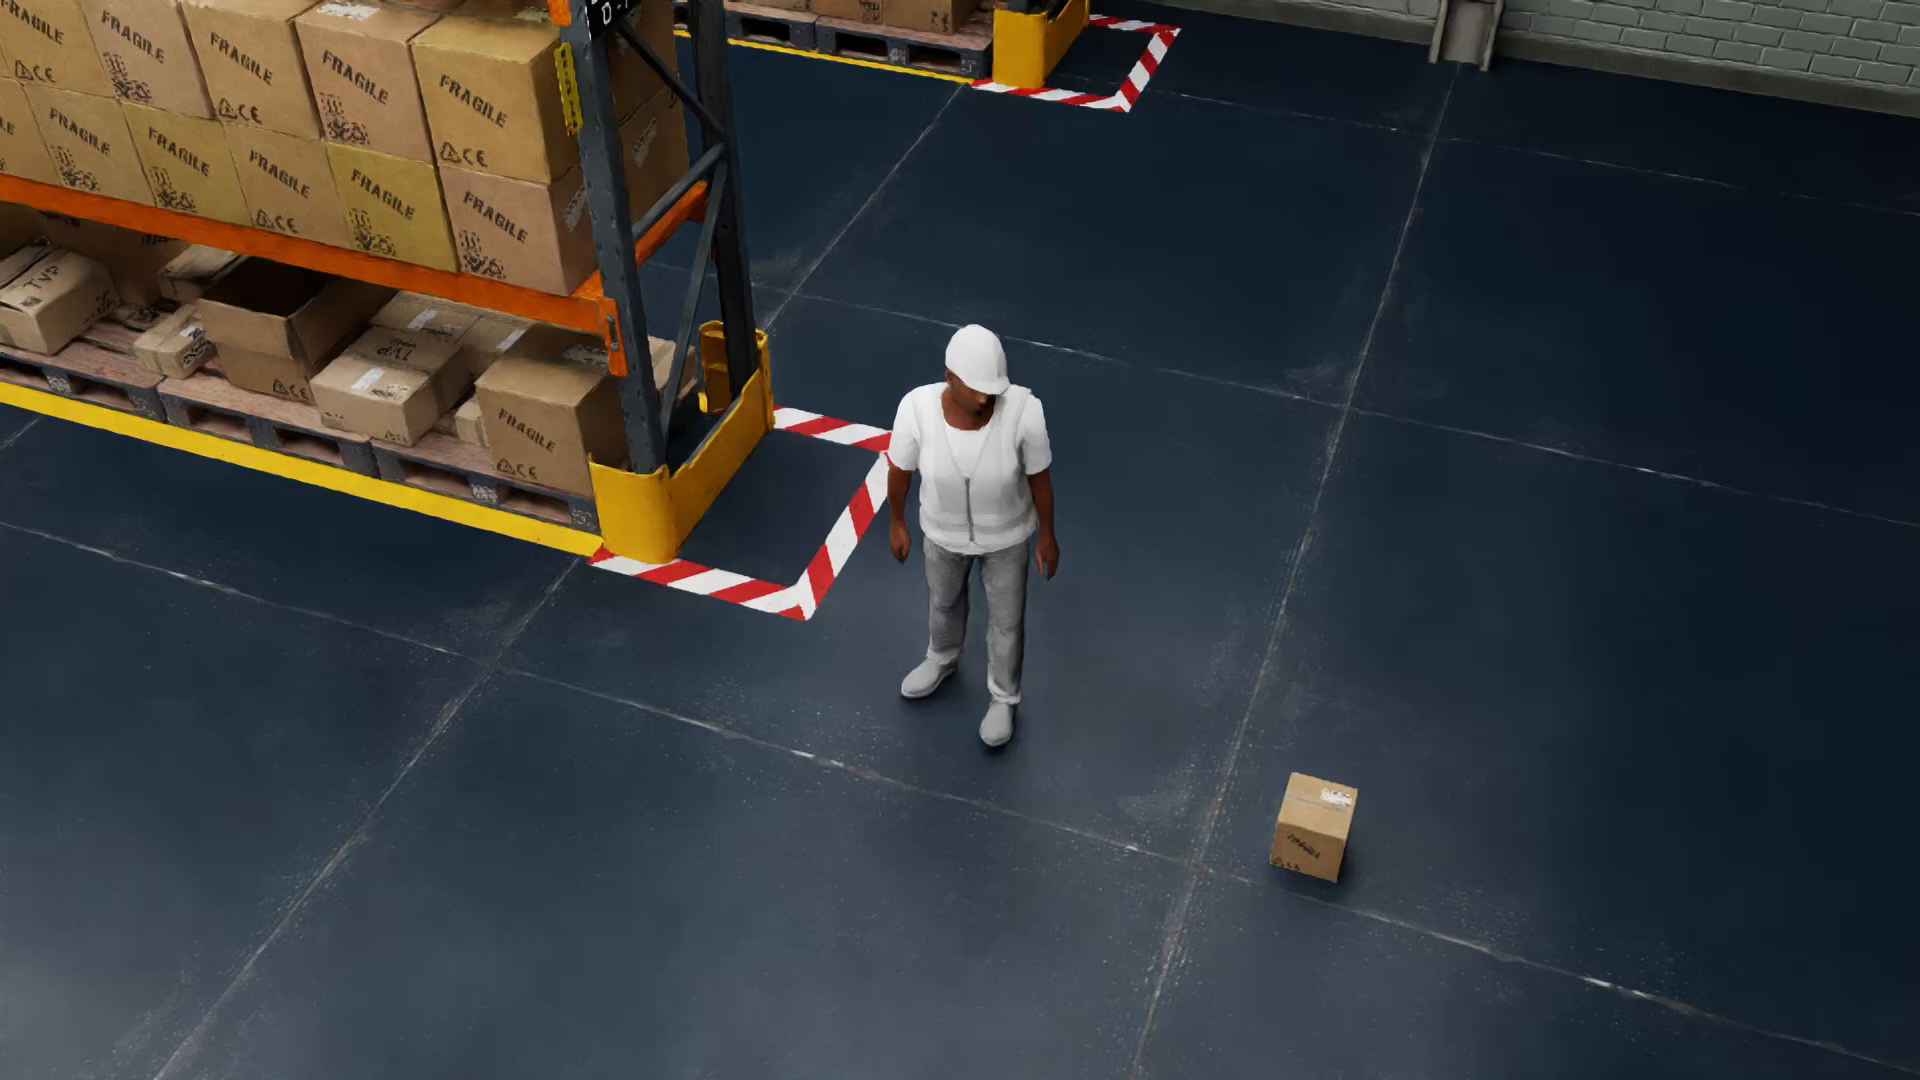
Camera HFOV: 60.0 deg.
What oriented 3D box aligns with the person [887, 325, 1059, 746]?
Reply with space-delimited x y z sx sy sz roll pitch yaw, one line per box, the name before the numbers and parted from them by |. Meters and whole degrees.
person | 0.041 -0.005 6.101 0.647 1.765 0.530 6 42 6
